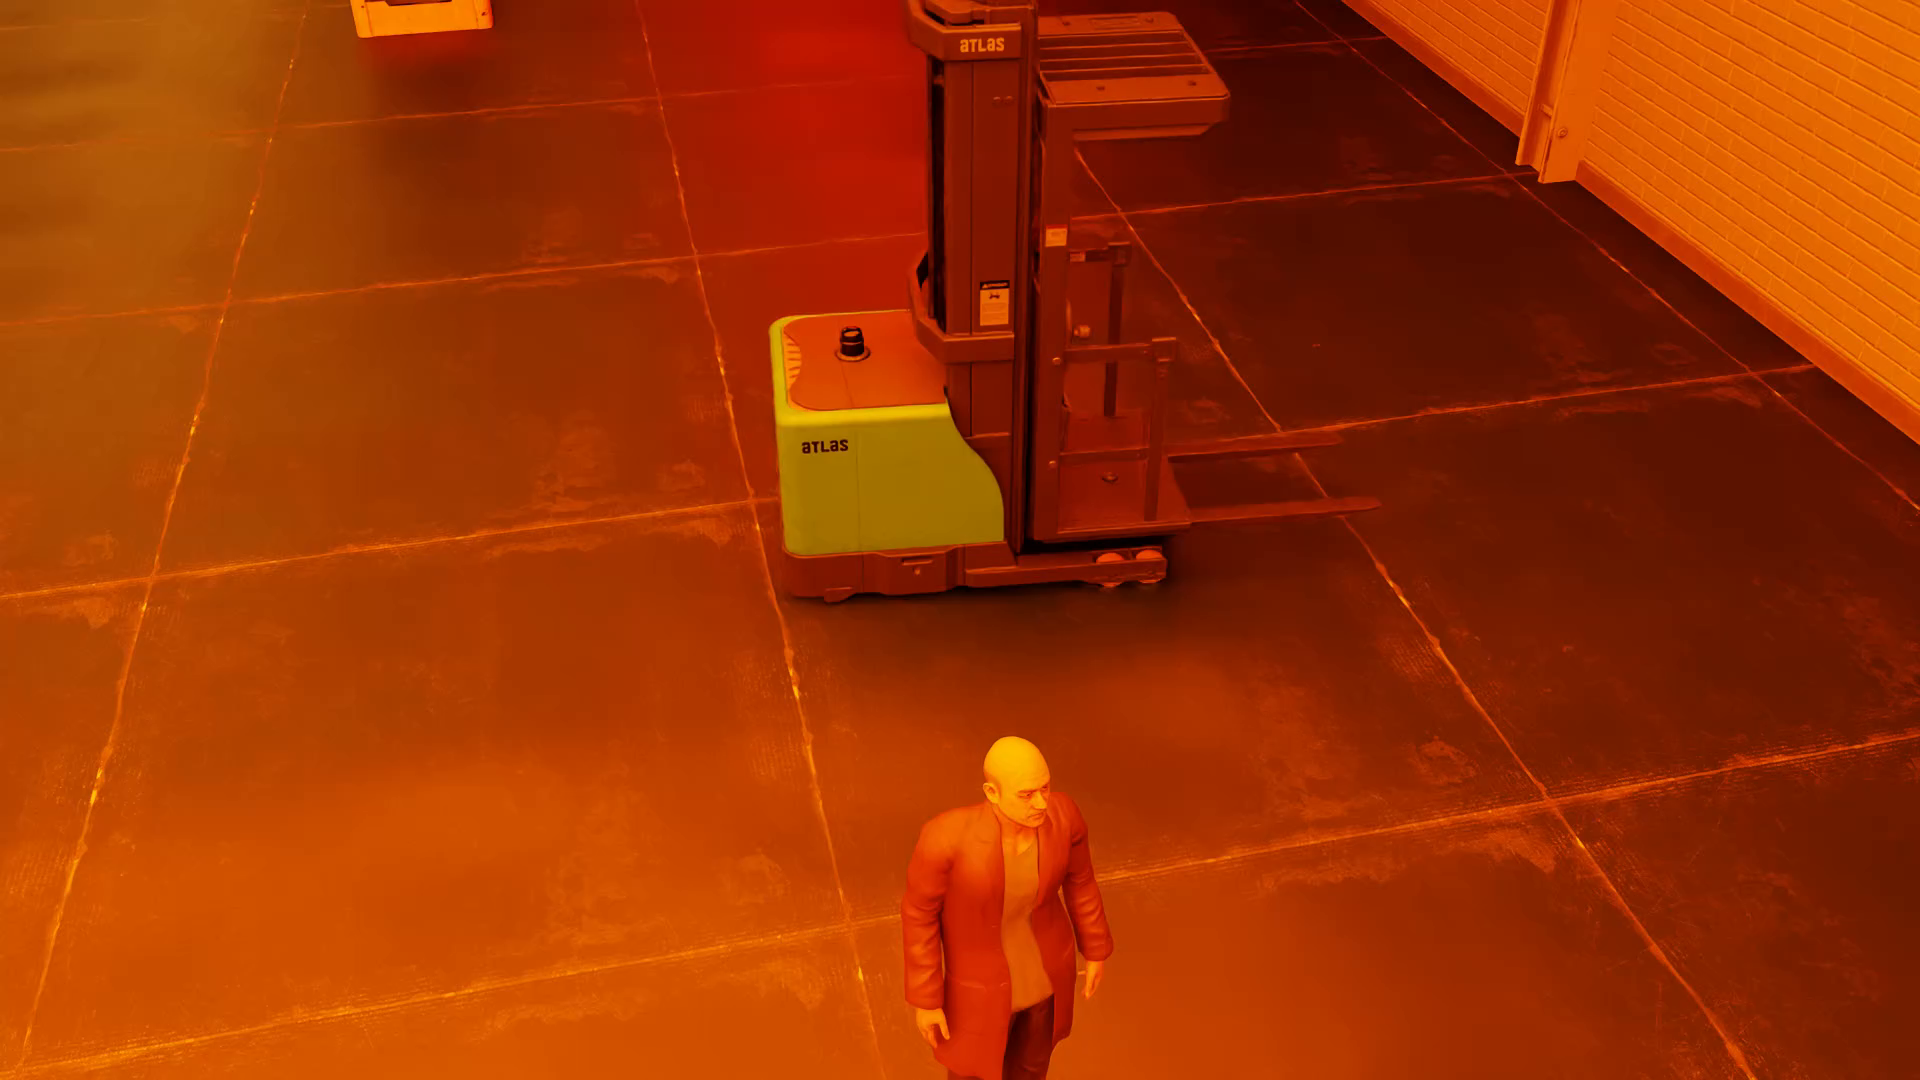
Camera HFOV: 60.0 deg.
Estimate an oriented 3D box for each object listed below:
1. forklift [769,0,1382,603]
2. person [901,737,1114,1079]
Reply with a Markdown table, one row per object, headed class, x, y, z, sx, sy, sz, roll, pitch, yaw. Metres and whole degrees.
| class | x | y | z | sx | sy | sz | roll | pitch | yaw |
| --- | --- | --- | --- | --- | --- | --- | --- | --- | --- |
| forklift | 0.595 | -1.262 | 7.804 | 3.031 | 2.935 | 1.130 | -4 | 36 | -6 |
| person | 0.187 | 1.397 | 5.084 | 0.695 | 1.775 | 0.582 | -15 | 38 | -19 |
